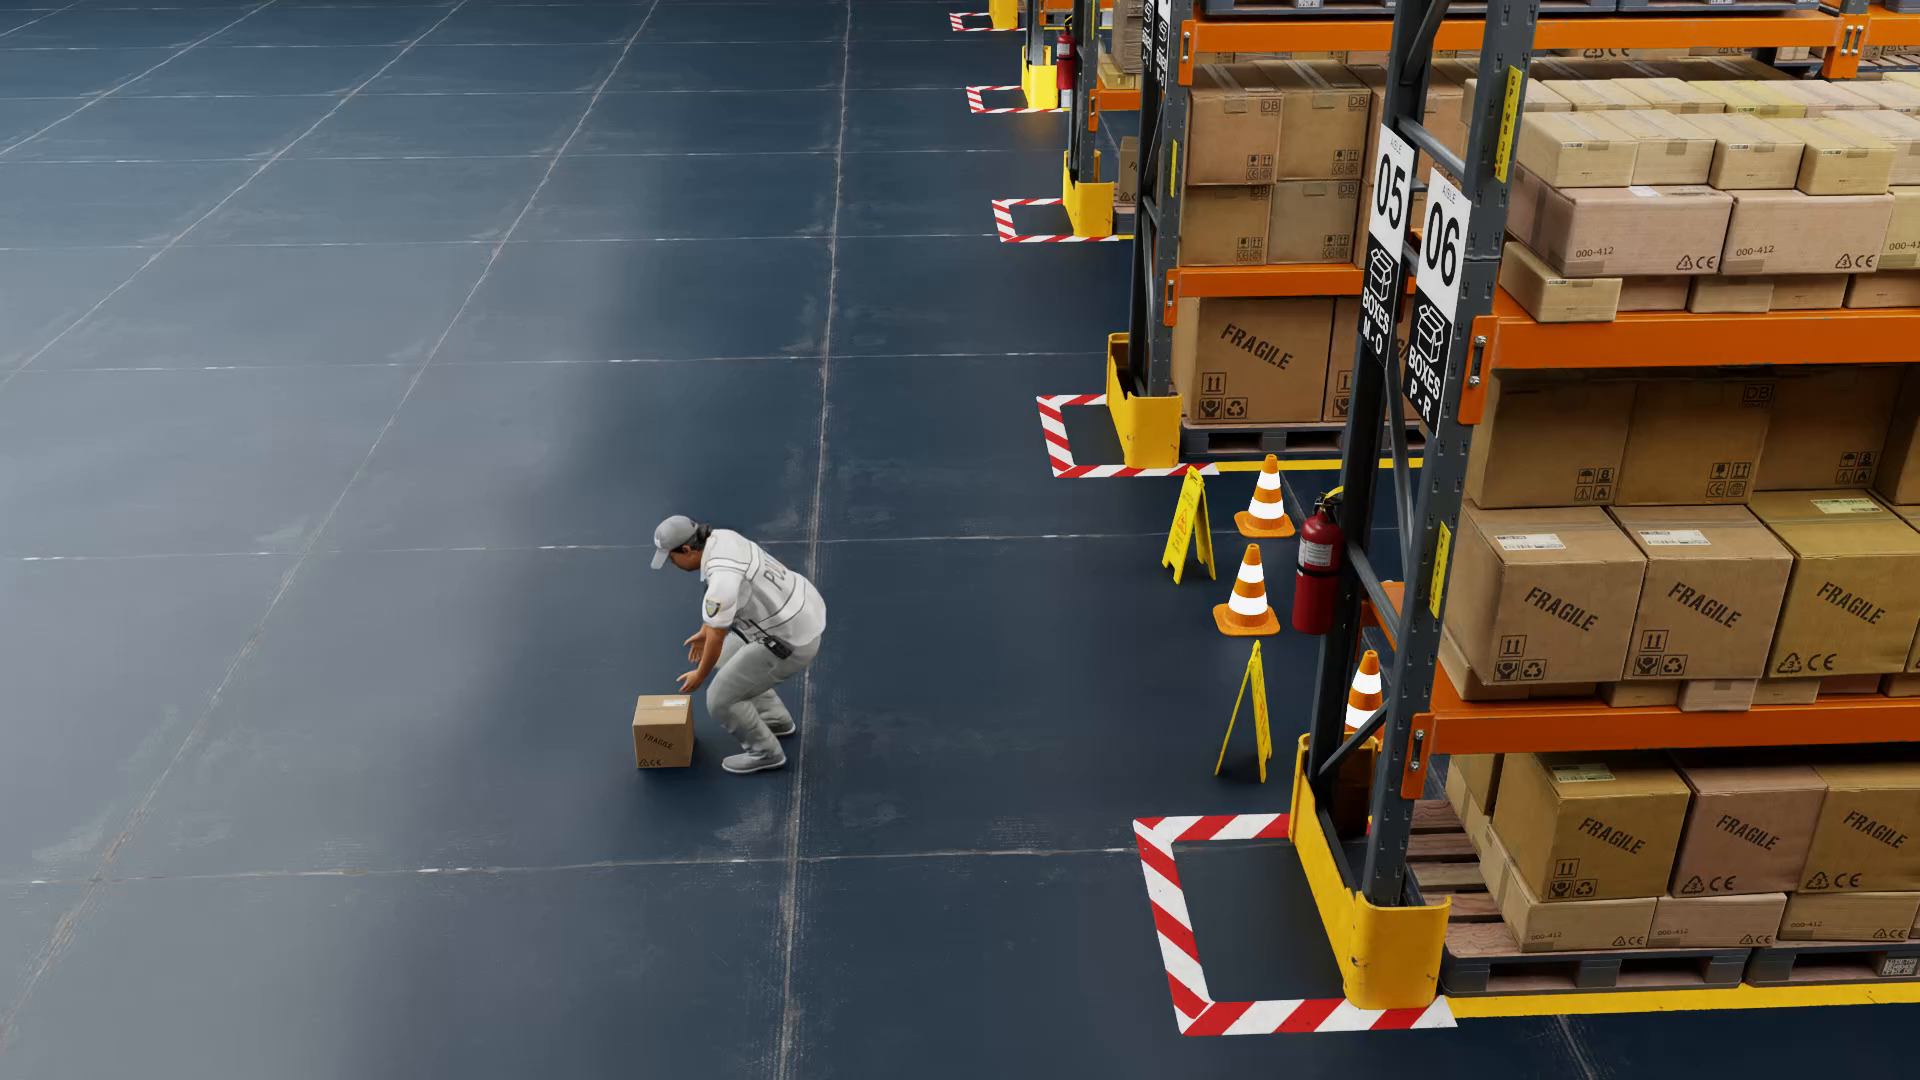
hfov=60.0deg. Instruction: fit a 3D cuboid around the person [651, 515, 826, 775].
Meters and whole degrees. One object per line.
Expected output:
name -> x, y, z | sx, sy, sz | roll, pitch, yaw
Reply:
person -> -1.006, 0.464, 7.715 | 0.773, 1.294, 0.537 | -1, 28, -2
